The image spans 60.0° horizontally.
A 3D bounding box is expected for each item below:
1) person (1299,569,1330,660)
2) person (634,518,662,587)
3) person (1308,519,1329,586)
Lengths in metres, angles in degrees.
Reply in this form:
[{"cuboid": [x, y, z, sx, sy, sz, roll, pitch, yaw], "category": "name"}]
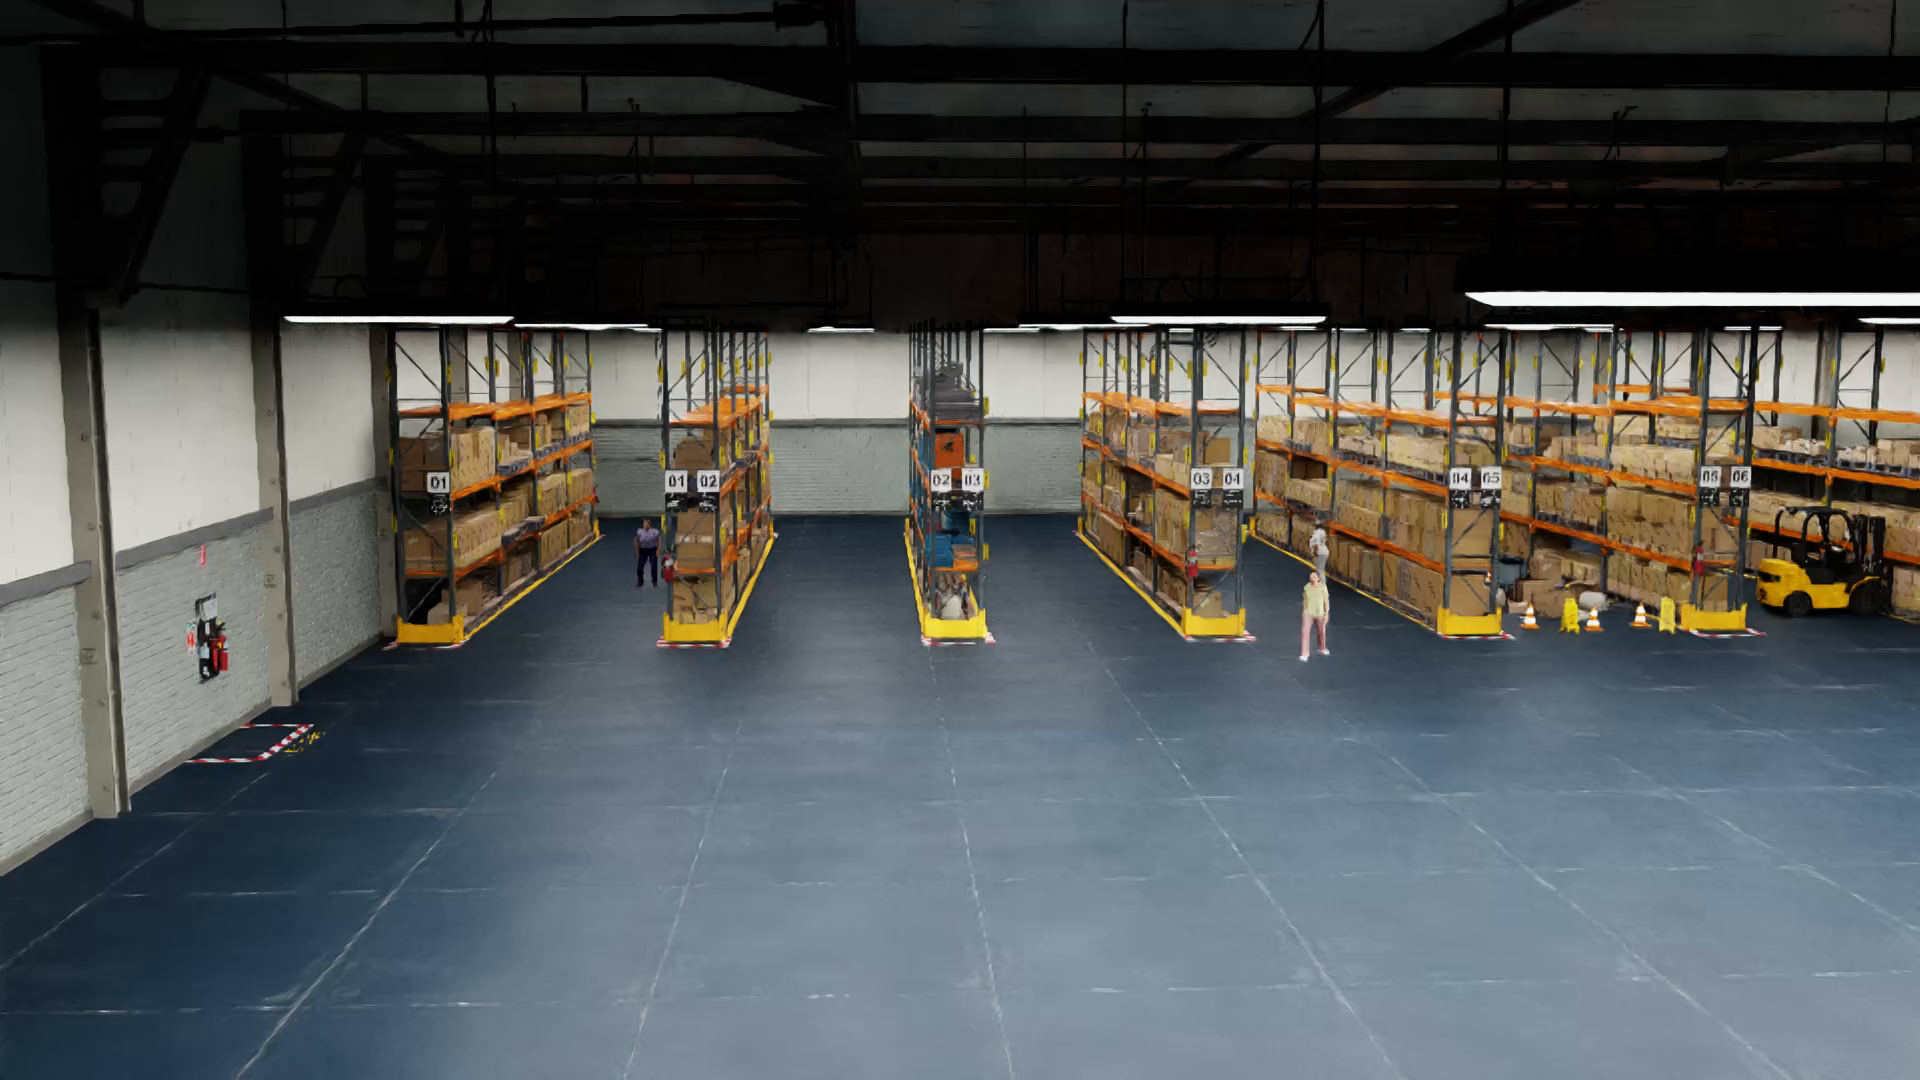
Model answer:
[{"cuboid": [6.277, 1.302, 29.382, 0.488, 1.611, 0.957, 2, 7, 18], "category": "person"}, {"cuboid": [-7.097, 0.275, 37.810, 0.625, 1.595, 0.510, -1, 7, -5], "category": "person"}, {"cuboid": [7.886, 0.362, 36.691, 0.541, 1.660, 0.600, 4, 8, 28], "category": "person"}]
